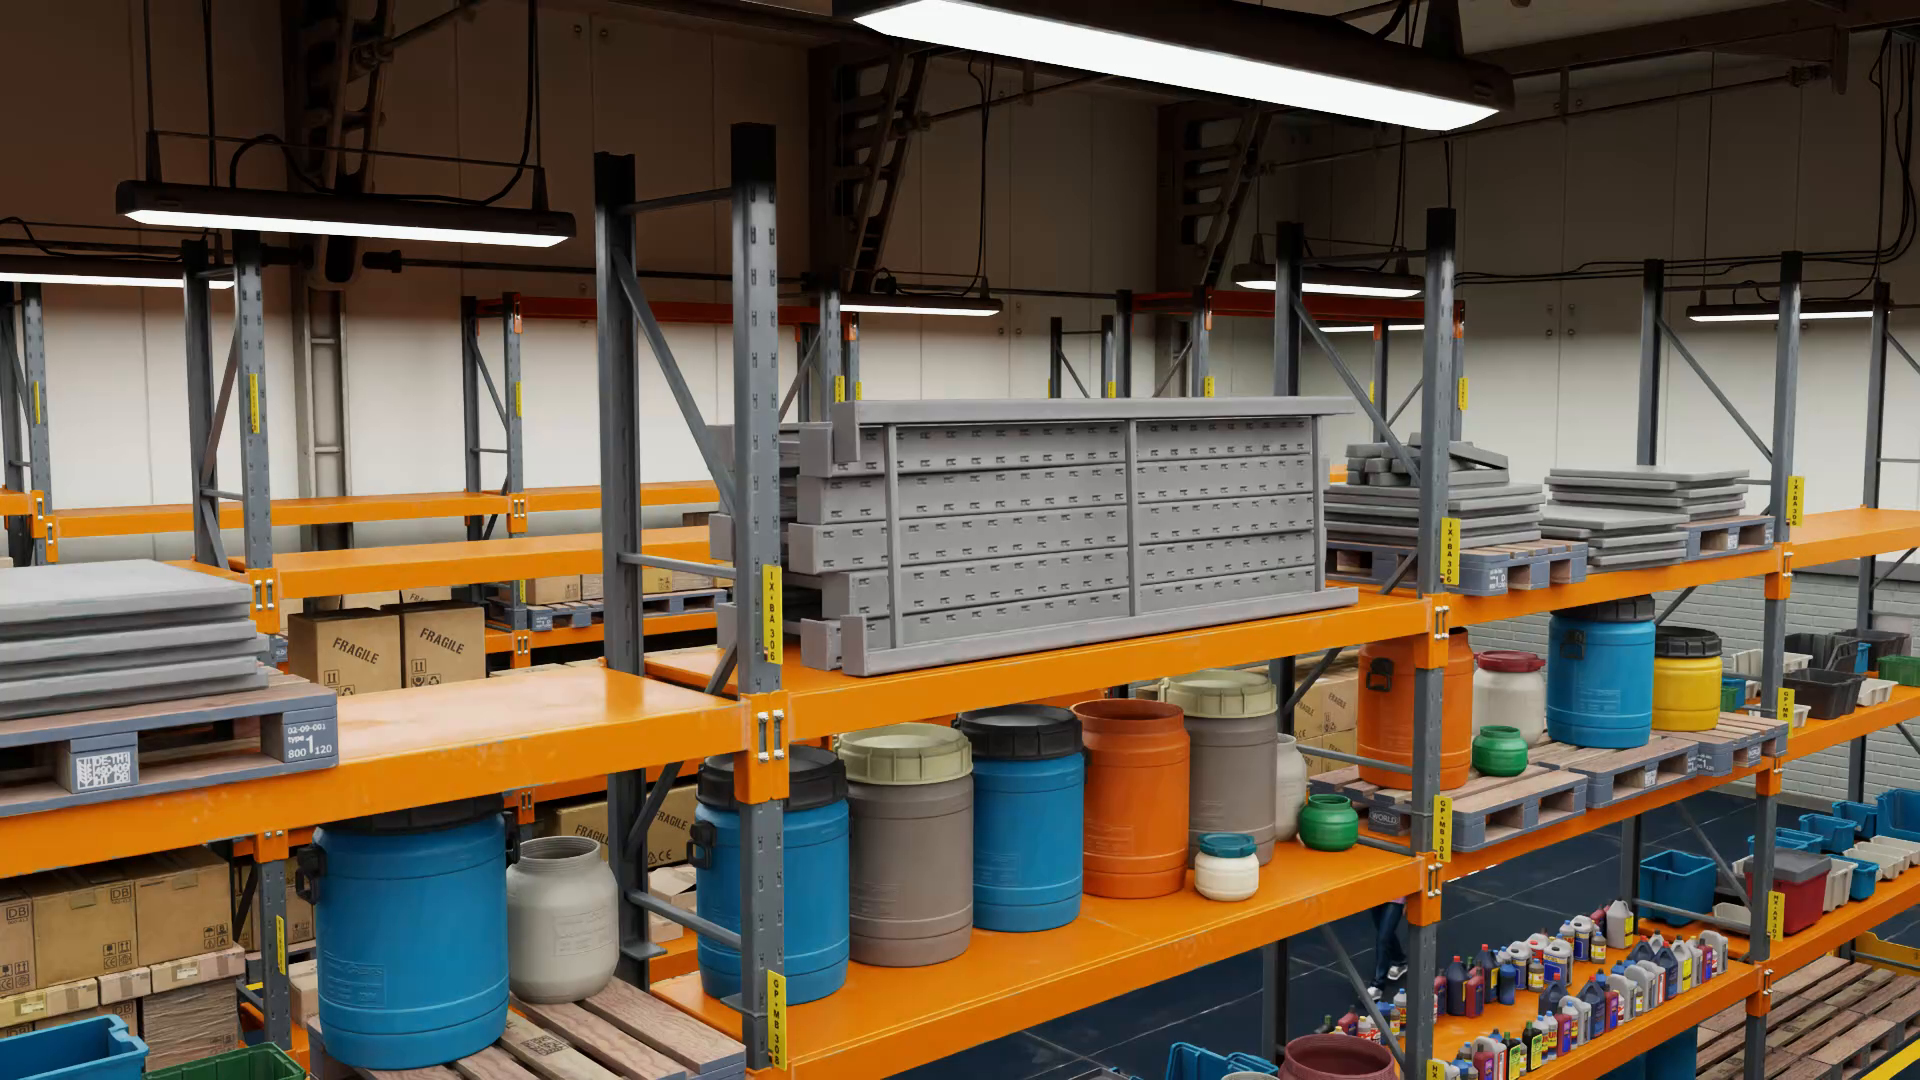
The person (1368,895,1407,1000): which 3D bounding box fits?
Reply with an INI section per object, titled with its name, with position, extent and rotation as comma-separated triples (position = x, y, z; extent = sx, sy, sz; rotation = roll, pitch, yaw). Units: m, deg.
[person]
position = 3.598, 3.050, 14.120
extent = 0.839, 1.553, 0.450
rotation = -4, 7, -34
